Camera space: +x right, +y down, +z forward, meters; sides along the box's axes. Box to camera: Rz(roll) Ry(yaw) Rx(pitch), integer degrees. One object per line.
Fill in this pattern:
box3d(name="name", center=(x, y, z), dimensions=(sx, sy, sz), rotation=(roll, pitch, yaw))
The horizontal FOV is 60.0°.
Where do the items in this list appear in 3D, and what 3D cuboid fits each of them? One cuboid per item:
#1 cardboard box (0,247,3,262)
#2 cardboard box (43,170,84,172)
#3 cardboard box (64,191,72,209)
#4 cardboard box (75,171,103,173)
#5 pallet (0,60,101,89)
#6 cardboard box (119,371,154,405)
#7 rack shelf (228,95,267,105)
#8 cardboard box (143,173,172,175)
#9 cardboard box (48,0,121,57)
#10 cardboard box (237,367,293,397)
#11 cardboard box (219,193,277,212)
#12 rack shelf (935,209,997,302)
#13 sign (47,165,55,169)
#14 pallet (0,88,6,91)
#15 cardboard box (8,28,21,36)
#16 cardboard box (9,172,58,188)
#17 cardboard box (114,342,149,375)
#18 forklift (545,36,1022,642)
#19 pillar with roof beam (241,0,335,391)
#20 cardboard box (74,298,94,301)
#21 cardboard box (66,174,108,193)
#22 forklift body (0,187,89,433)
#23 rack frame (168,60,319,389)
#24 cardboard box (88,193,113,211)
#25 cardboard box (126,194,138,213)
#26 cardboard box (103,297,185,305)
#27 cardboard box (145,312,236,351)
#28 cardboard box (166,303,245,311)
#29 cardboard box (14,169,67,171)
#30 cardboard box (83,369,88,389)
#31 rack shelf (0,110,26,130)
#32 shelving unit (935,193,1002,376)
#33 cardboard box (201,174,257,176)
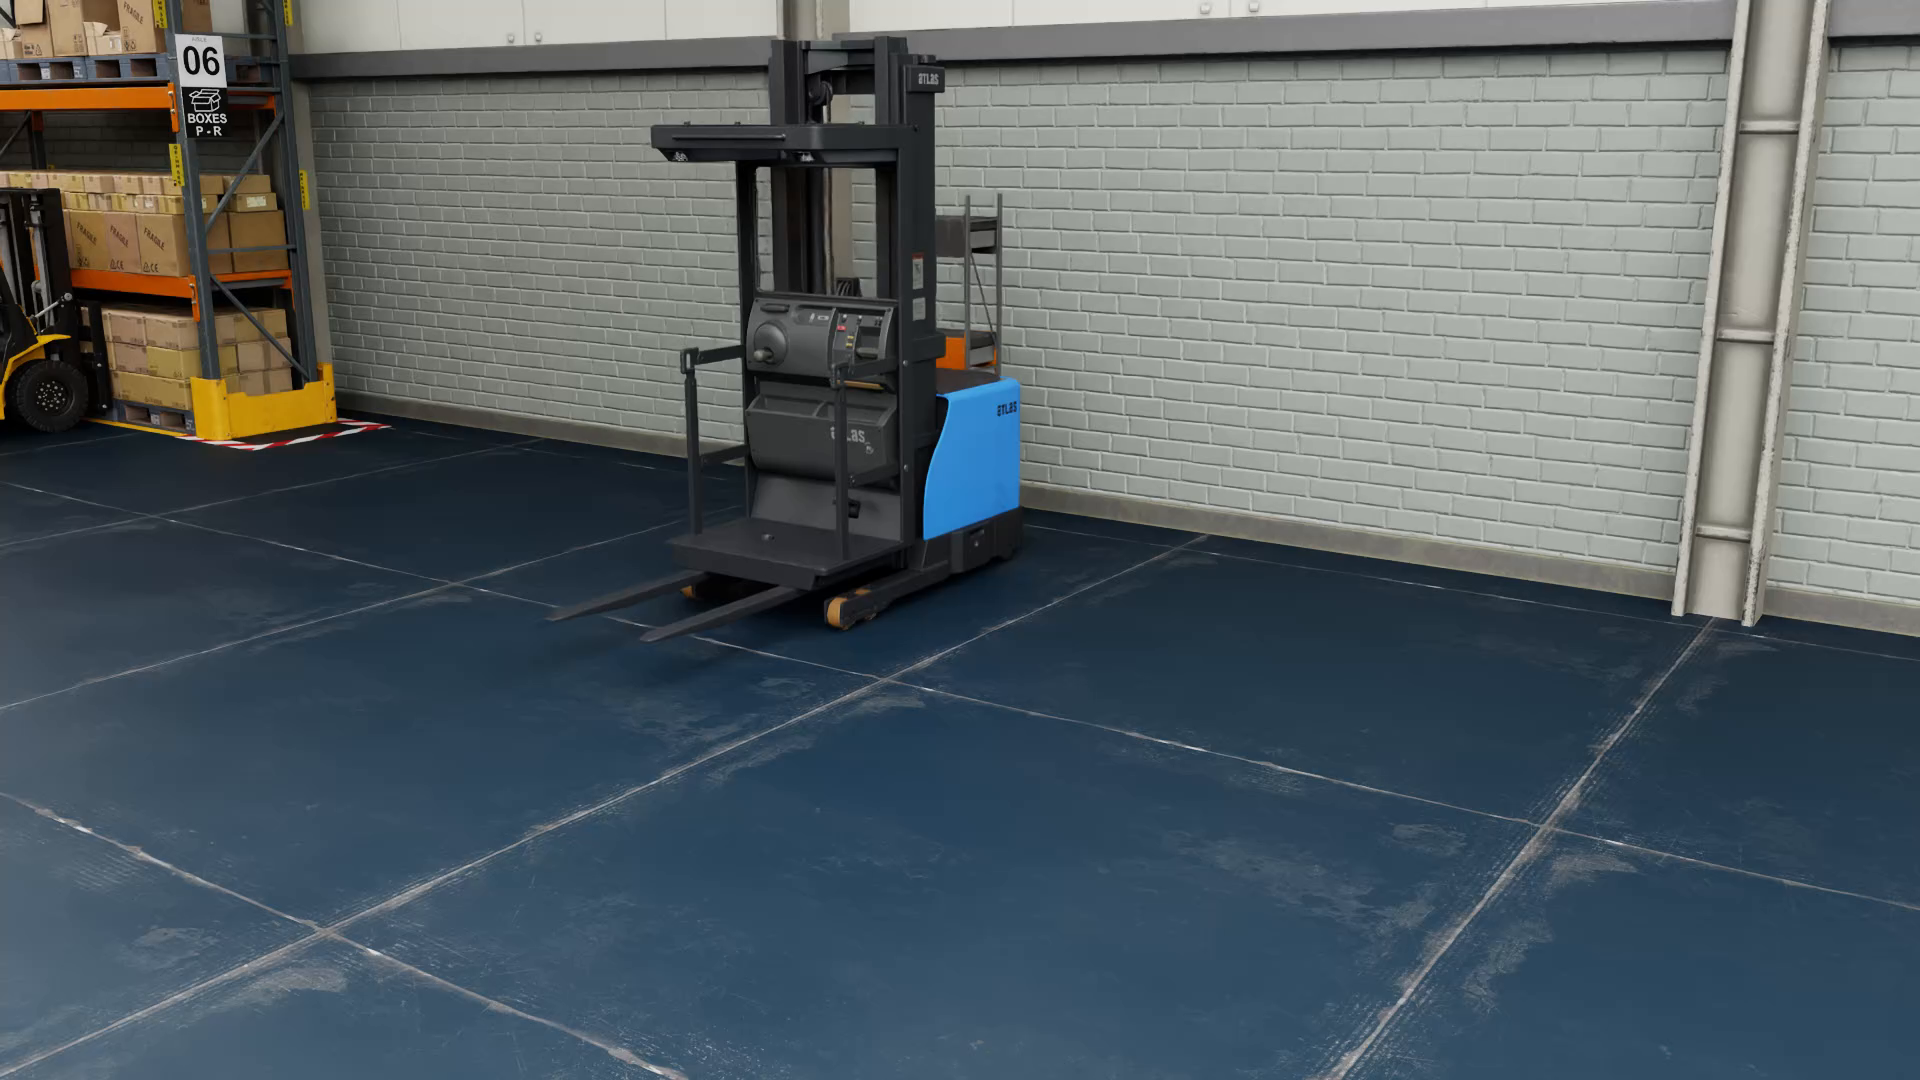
box3d(name="cardboard box", center=(-8.552, -2.811, 15.229), dimensions=(0.500, 0.500, 0.500), rotation=(10, 17, 34))
box3d(name="cardboard box", center=(-8.370, -3.391, 15.603), dimensions=(0.250, 0.149, 0.380), rotation=(9, 17, 32))
box3d(name="cardboard box", center=(-7.575, -2.977, 14.548), dimensions=(0.250, 0.149, 0.380), rotation=(9, 17, 32))
box3d(name="cardboard box", center=(-7.923, -3.331, 15.361), dimensions=(0.250, 0.149, 0.380), rotation=(9, 16, 32))
box3d(name="pallet", center=(-8.493, -4.245, 15.169), dimensions=(1.213, 0.211, 1.003), rotation=(9, 17, 33))
box3d(name="cardboard box", center=(-6.870, -1.342, 14.350), dimensions=(0.500, 0.250, 0.500), rotation=(9, 17, 33))
box3d(name="rack shelf", center=(-7.556, -3.849, 14.585), dimensions=(3.687, 0.071, 0.831), rotation=(9, 17, 33))
box3d(name="cardboard box", center=(-6.911, -3.141, 14.591), dimensions=(0.250, 0.149, 0.380), rotation=(10, 17, 35))
box3d(name="cardboard box", center=(-7.194, -4.329, 14.037), dimensions=(0.500, 0.500, 0.700), rotation=(9, 17, 33))
box3d(name="cardboard box", center=(-6.195, -1.378, 14.497), dimensions=(0.500, 0.250, 0.500), rotation=(9, 17, 33))
box3d(name="cardboard box", center=(-6.033, -2.865, 14.096), dimensions=(0.250, 0.149, 0.380), rotation=(9, 16, 31))
box3d(name="rack shelf", center=(-0.064, -1.736, 10.109), dimensions=(0.480, 0.518, 0.431), rotation=(9, 16, 31))
box3d(name="sign", center=(-8.907, -3.510, 16.294), dimensions=(0.005, 0.325, 0.100), rotation=(9, 17, 33))
box3d(name="pallet", center=(-9.955, -4.420, 16.090), dimensions=(1.217, 0.209, 0.805), rotation=(8, 16, 31))
box3d(name="cardboard box", center=(-8.661, -4.446, 14.901), dimensions=(0.500, 0.311, 0.500), rotation=(10, 17, 34))
box3d(name="cardboard box", center=(-8.246, -3.213, 14.882), dimensions=(0.250, 0.149, 0.380), rotation=(9, 16, 32))
box3d(name="cardboard box", center=(-6.885, -1.588, 14.305), dimensions=(0.500, 0.250, 0.500), rotation=(9, 17, 32))
box3d(name="forklift", center=(-0.862, -1.095, 8.646), dimensions=(1.130, 2.935, 3.031), rotation=(9, 16, 32))
box3d(name="pillar with roof beam", center=(-8.374, -4.731, 10.708), dimensions=(0.400, 9.000, 9.100), rotation=(9, 17, 33))
box3d(name="cardboard box", center=(-8.151, -2.033, 15.060), dimensions=(0.500, 0.250, 0.500), rotation=(10, 17, 35))
box3d(name="cardboard box", center=(-7.426, -3.069, 14.302), dimensions=(0.250, 0.149, 0.380), rotation=(10, 17, 34))
box3d(name="forklift body", center=(-8.488, -1.883, 13.453), dimensions=(1.214, 2.155, 2.313), rotation=(9, 17, 33))
box3d(name="rack frame", center=(-5.896, -2.404, 13.793), dimensions=(0.127, 3.000, 1.000), rotation=(9, 17, 33))
box3d(name="cardboard box", center=(-7.197, -2.896, 14.220), dimensions=(0.250, 0.149, 0.380), rotation=(9, 16, 31))
box3d(name="cardboard box", center=(-6.750, -2.834, 13.970), dimensions=(0.250, 0.149, 0.380), rotation=(10, 17, 34))
box3d(name="cardboard box", center=(-7.437, -2.067, 15.196), dimensions=(0.500, 0.250, 0.500), rotation=(9, 16, 32))
box3d(name="cardboard box", center=(-6.453, -1.758, 13.951), dimensions=(0.500, 0.250, 0.500), rotation=(10, 17, 35))
box3d(name="cardboard box", center=(-6.606, -1.927, 14.634), dimensions=(0.500, 0.250, 0.500), rotation=(9, 17, 33))
box3d(name="cardboard box", center=(-8.782, -3.466, 15.905), dimensions=(0.250, 0.149, 0.380), rotation=(9, 17, 33))
box3d(name="cardboard box", center=(-7.724, -1.476, 14.892), dimensions=(0.500, 0.250, 0.500), rotation=(10, 17, 35))
box3d(name="rack shelf", center=(-10.875, -4.316, 16.770), dimensions=(4.000, 0.370, 1.077), rotation=(9, 17, 33))
box3d(name="shelving unit", center=(-0.064, -1.070, 10.274), dimensions=(0.503, 2.100, 0.431), rotation=(9, 16, 31))
box3d(name="cardboard box", center=(-6.242, -3.048, 14.216), dimensions=(0.250, 0.149, 0.380), rotation=(10, 17, 35))
